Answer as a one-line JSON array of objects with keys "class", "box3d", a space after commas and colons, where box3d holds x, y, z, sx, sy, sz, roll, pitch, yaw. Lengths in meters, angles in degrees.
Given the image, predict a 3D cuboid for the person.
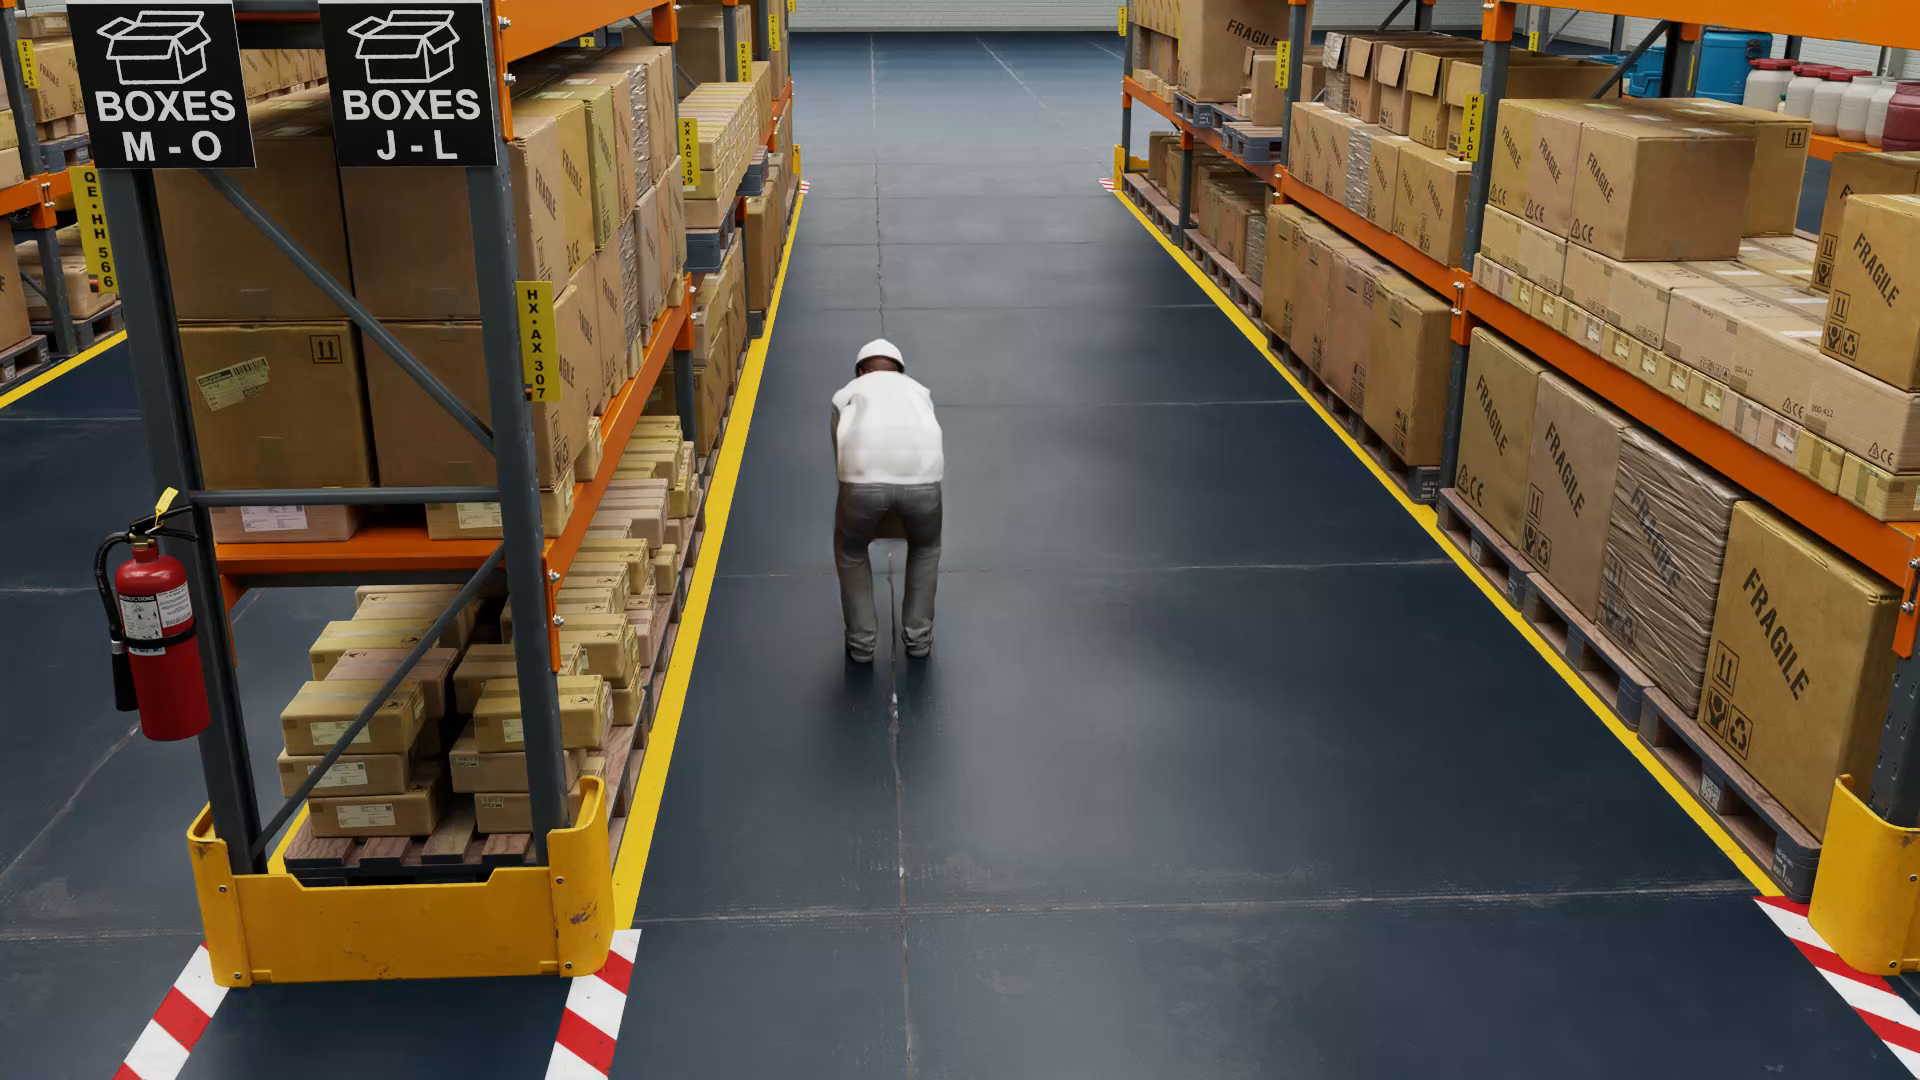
[{"class": "person", "box3d": [-0.324, -0.174, 7.259, 0.468, 1.255, 0.968, -2, 20, -5]}]
